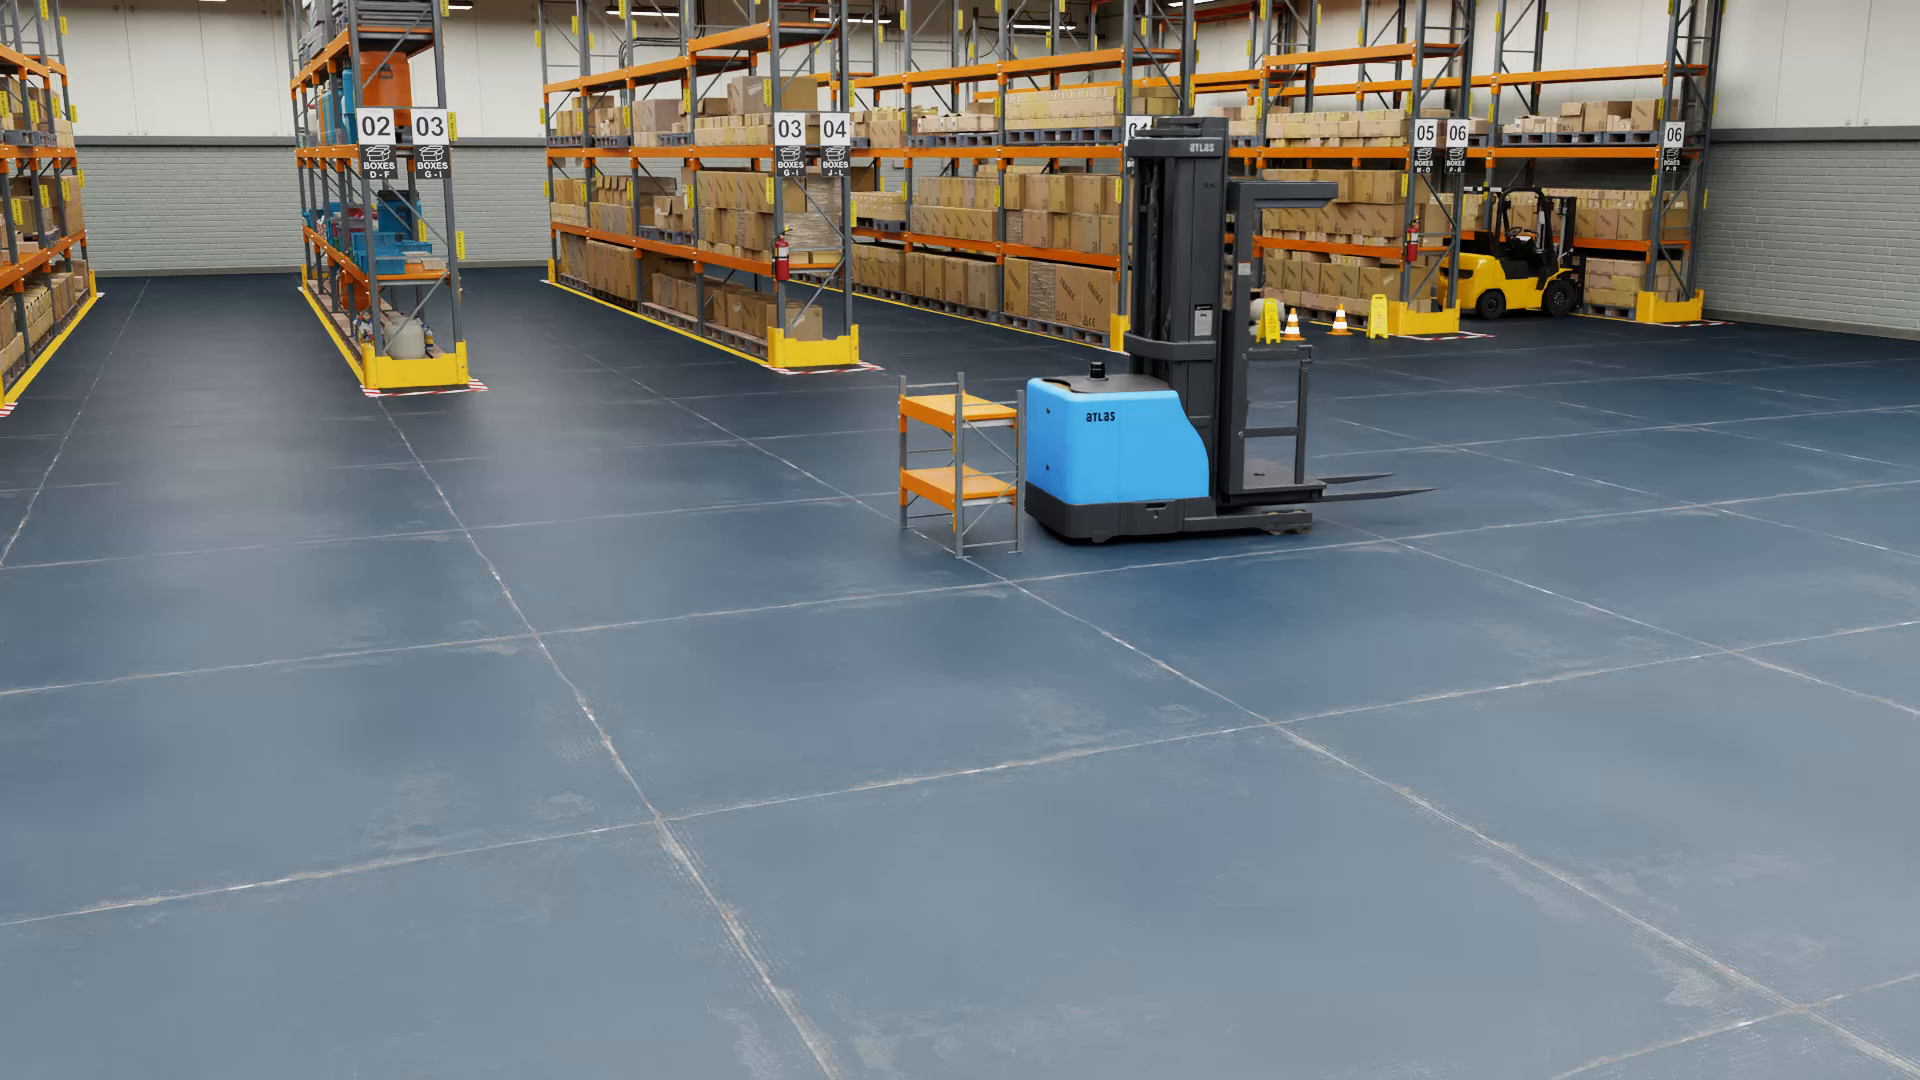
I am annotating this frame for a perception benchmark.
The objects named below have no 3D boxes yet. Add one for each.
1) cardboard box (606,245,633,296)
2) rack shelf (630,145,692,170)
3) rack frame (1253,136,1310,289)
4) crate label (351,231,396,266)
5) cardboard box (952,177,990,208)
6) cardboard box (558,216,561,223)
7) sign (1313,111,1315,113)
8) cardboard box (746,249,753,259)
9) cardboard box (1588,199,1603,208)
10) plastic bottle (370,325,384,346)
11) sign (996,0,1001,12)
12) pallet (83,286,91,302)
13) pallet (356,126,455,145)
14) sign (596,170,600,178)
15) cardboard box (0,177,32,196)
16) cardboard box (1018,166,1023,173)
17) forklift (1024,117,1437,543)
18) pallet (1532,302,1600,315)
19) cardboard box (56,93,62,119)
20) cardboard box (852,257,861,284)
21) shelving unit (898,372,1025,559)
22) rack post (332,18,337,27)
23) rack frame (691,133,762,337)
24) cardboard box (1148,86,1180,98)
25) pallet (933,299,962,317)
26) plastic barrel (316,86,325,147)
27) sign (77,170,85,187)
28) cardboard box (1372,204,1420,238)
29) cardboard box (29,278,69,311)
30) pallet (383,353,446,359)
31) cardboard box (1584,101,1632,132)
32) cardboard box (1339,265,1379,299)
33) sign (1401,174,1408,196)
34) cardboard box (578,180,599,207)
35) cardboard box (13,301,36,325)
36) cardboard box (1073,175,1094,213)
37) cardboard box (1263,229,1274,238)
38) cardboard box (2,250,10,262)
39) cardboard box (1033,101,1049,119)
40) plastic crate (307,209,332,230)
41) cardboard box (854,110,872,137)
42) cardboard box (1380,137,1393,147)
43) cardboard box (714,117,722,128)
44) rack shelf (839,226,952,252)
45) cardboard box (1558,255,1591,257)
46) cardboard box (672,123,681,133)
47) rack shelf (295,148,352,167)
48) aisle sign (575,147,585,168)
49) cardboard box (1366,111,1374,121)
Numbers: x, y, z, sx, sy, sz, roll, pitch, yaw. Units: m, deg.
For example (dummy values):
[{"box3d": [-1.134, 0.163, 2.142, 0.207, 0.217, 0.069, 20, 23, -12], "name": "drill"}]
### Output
[{"box3d": [-5.703, -4.909, 30.210, 1.225, 0.875, 0.875, -6, 14, -23], "name": "cardboard box"}, {"box3d": [-4.295, -6.108, 26.553, 1.077, 0.370, 4.000, -6, 14, -23], "name": "rack shelf"}, {"box3d": [5.587, -5.479, 28.892, 1.000, 3.000, 0.127, -6, 14, -23], "name": "rack frame"}, {"box3d": [-7.415, -3.684, 21.054, 0.502, 0.435, 0.616, -6, 14, -23], "name": "crate label"}, {"box3d": [0.276, -5.964, 28.548, 0.700, 0.500, 0.500, -6, 14, -24], "name": "cardboard box"}, {"box3d": [-8.148, -6.678, 34.630, 0.380, 0.149, 0.250, -6, 14, -24], "name": "cardboard box"}, {"box3d": [6.081, -7.243, 28.714, 0.100, 0.325, 0.005, -6, 14, -23], "name": "sign"}, {"box3d": [-2.710, -3.932, 22.766, 0.380, 0.149, 0.250, -6, 14, -23], "name": "cardboard box"}, {"box3d": [10.923, -5.725, 28.295, 0.380, 0.149, 0.250, -6, 14, -25], "name": "cardboard box"}, {"box3d": [-7.717, -2.712, 21.999, 0.152, 0.276, 0.135, -6, 14, -23], "name": "plastic bottle"}, {"box3d": [0.599, -8.376, 25.857, 0.100, 0.325, 0.005, -6, 14, -23], "name": "sign"}, {"box3d": [-17.028, -4.630, 31.409, 1.003, 0.211, 1.213, -6, 14, -23], "name": "pallet"}, {"box3d": [-6.671, -4.860, 19.981, 1.003, 0.211, 1.213, -6, 14, -23], "name": "pallet"}, {"box3d": [-7.798, -7.789, 35.779, 0.100, 0.325, 0.005, -6, 14, -23], "name": "sign"}, {"box3d": [-16.216, -5.960, 28.530, 0.500, 0.500, 0.500, -6, 14, -23], "name": "cardboard box"}, {"box3d": [1.513, -8.289, 37.153, 0.380, 0.149, 0.250, -6, 14, -24], "name": "cardboard box"}, {"box3d": [2.057, -1.573, 12.168, 3.031, 2.935, 1.130, -4, 14, -16], "name": "forklift"}, {"box3d": [10.906, -4.149, 29.330, 1.003, 0.211, 1.213, -6, 14, -23], "name": "pallet"}, {"box3d": [-17.158, -8.062, 30.959, 0.700, 0.500, 0.500, -6, 14, -23], "name": "cardboard box"}, {"box3d": [-1.847, -5.365, 33.011, 0.500, 0.500, 0.500, -5, 14, -20], "name": "cardboard box"}, {"box3d": [-0.003, -0.549, 11.749, 0.538, 1.125, 1.048, -6, 14, -23], "name": "shelving unit"}, {"box3d": [-10.036, -8.289, 26.585, 0.624, 0.289, 0.986, -6, 14, -23], "name": "rack post"}, {"box3d": [-3.494, -4.584, 25.025, 1.000, 3.000, 0.127, -6, 14, -23], "name": "rack frame"}, {"box3d": [2.852, -6.263, 23.263, 0.380, 0.149, 0.250, -5, 14, -22], "name": "cardboard box"}, {"box3d": [0.221, -4.058, 28.935, 1.003, 0.211, 1.213, -6, 14, -23], "name": "pallet"}, {"box3d": [-9.504, -6.480, 25.450, 0.600, 0.901, 0.600, 0, 13, 0], "name": "plastic barrel"}, {"box3d": [-16.862, -6.934, 31.906, 0.100, 0.325, 0.005, -6, 14, -23], "name": "sign"}, {"box3d": [6.719, -4.934, 25.654, 0.500, 0.500, 0.500, -6, 14, -24], "name": "cardboard box"}, {"box3d": [-14.720, -3.952, 26.861, 0.500, 0.500, 0.500, -6, 14, -25], "name": "cardboard box"}, {"box3d": [-6.824, -2.132, 20.612, 1.003, 0.211, 1.213, -6, 14, -23], "name": "pallet"}, {"box3d": [11.016, -7.155, 28.107, 0.700, 0.500, 0.500, -6, 14, -23], "name": "cardboard box"}, {"box3d": [6.417, -4.133, 26.577, 0.500, 0.500, 0.500, -5, 14, -21], "name": "cardboard box"}, {"box3d": [6.672, -5.325, 24.957, 0.100, 0.325, 0.005, -6, 14, -23], "name": "sign"}, {"box3d": [-7.127, -6.745, 32.371, 0.500, 0.500, 0.500, -5, 14, -21], "name": "cardboard box"}, {"box3d": [-12.705, -3.040, 22.276, 0.500, 0.311, 0.500, -6, 14, -24], "name": "cardboard box"}, {"box3d": [2.176, -5.098, 24.515, 0.875, 0.550, 0.550, -6, 14, -23], "name": "cardboard box"}, {"box3d": [5.419, -5.263, 28.514, 0.380, 0.149, 0.250, -6, 14, -23], "name": "cardboard box"}, {"box3d": [-12.739, -3.769, 22.061, 0.380, 0.149, 0.250, -6, 14, -23], "name": "cardboard box"}, {"box3d": [1.437, -6.463, 25.011, 0.500, 0.250, 0.500, -6, 14, -24], "name": "cardboard box"}, {"box3d": [-11.736, -5.877, 30.512, 0.392, 0.384, 0.575, -6, 14, -23], "name": "plastic crate"}, {"box3d": [-1.615, -8.049, 32.184, 0.797, 0.503, 0.637, -6, 14, -24], "name": "cardboard box"}, {"box3d": [6.660, -6.089, 25.430, 0.380, 0.149, 0.250, -6, 14, -23], "name": "cardboard box"}, {"box3d": [-3.223, -5.855, 23.312, 0.380, 0.149, 0.250, -6, 14, -24], "name": "cardboard box"}, {"box3d": [-1.312, -5.900, 32.307, 1.077, 0.370, 4.000, -6, 14, -23], "name": "rack shelf"}, {"box3d": [10.648, -4.835, 29.057, 0.500, 0.250, 0.500, -6, 14, -24], "name": "cardboard box"}, {"box3d": [-4.336, -6.515, 26.300, 0.380, 0.166, 0.250, -6, 14, -25], "name": "cardboard box"}, {"box3d": [-12.038, -7.314, 31.761, 1.077, 0.370, 4.000, -6, 14, -23], "name": "rack shelf"}, {"box3d": [-8.054, -8.372, 35.625, 0.394, 0.787, 0.004, -6, 14, -23], "name": "aisle sign"}, {"box3d": [6.541, -6.588, 25.821, 0.380, 0.149, 0.250, -6, 14, -23], "name": "cardboard box"}]
